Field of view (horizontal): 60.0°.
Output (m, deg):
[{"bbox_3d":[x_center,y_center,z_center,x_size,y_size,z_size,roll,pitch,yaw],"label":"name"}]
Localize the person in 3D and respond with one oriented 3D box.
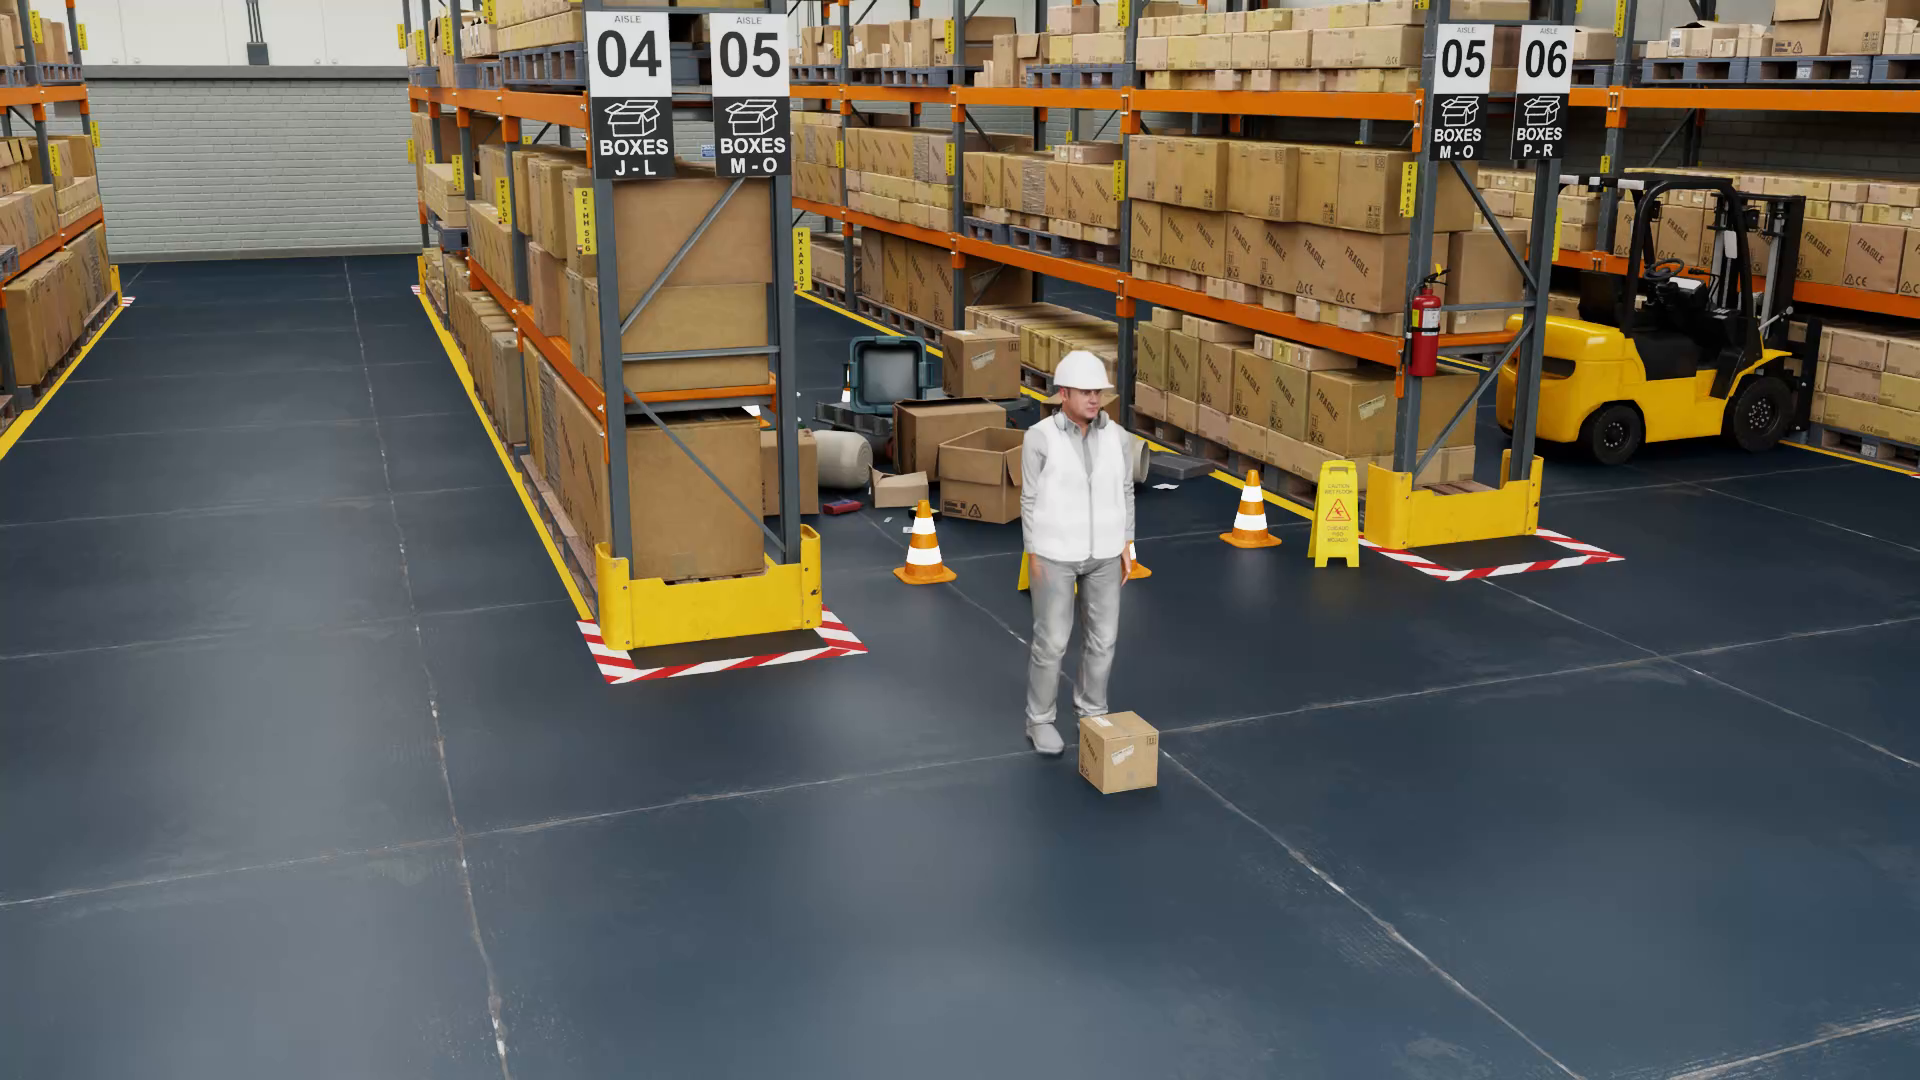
[{"bbox_3d":[0.525,0.050,7.308,0.533,1.768,0.360,-5,16,-19],"label":"person"}]
